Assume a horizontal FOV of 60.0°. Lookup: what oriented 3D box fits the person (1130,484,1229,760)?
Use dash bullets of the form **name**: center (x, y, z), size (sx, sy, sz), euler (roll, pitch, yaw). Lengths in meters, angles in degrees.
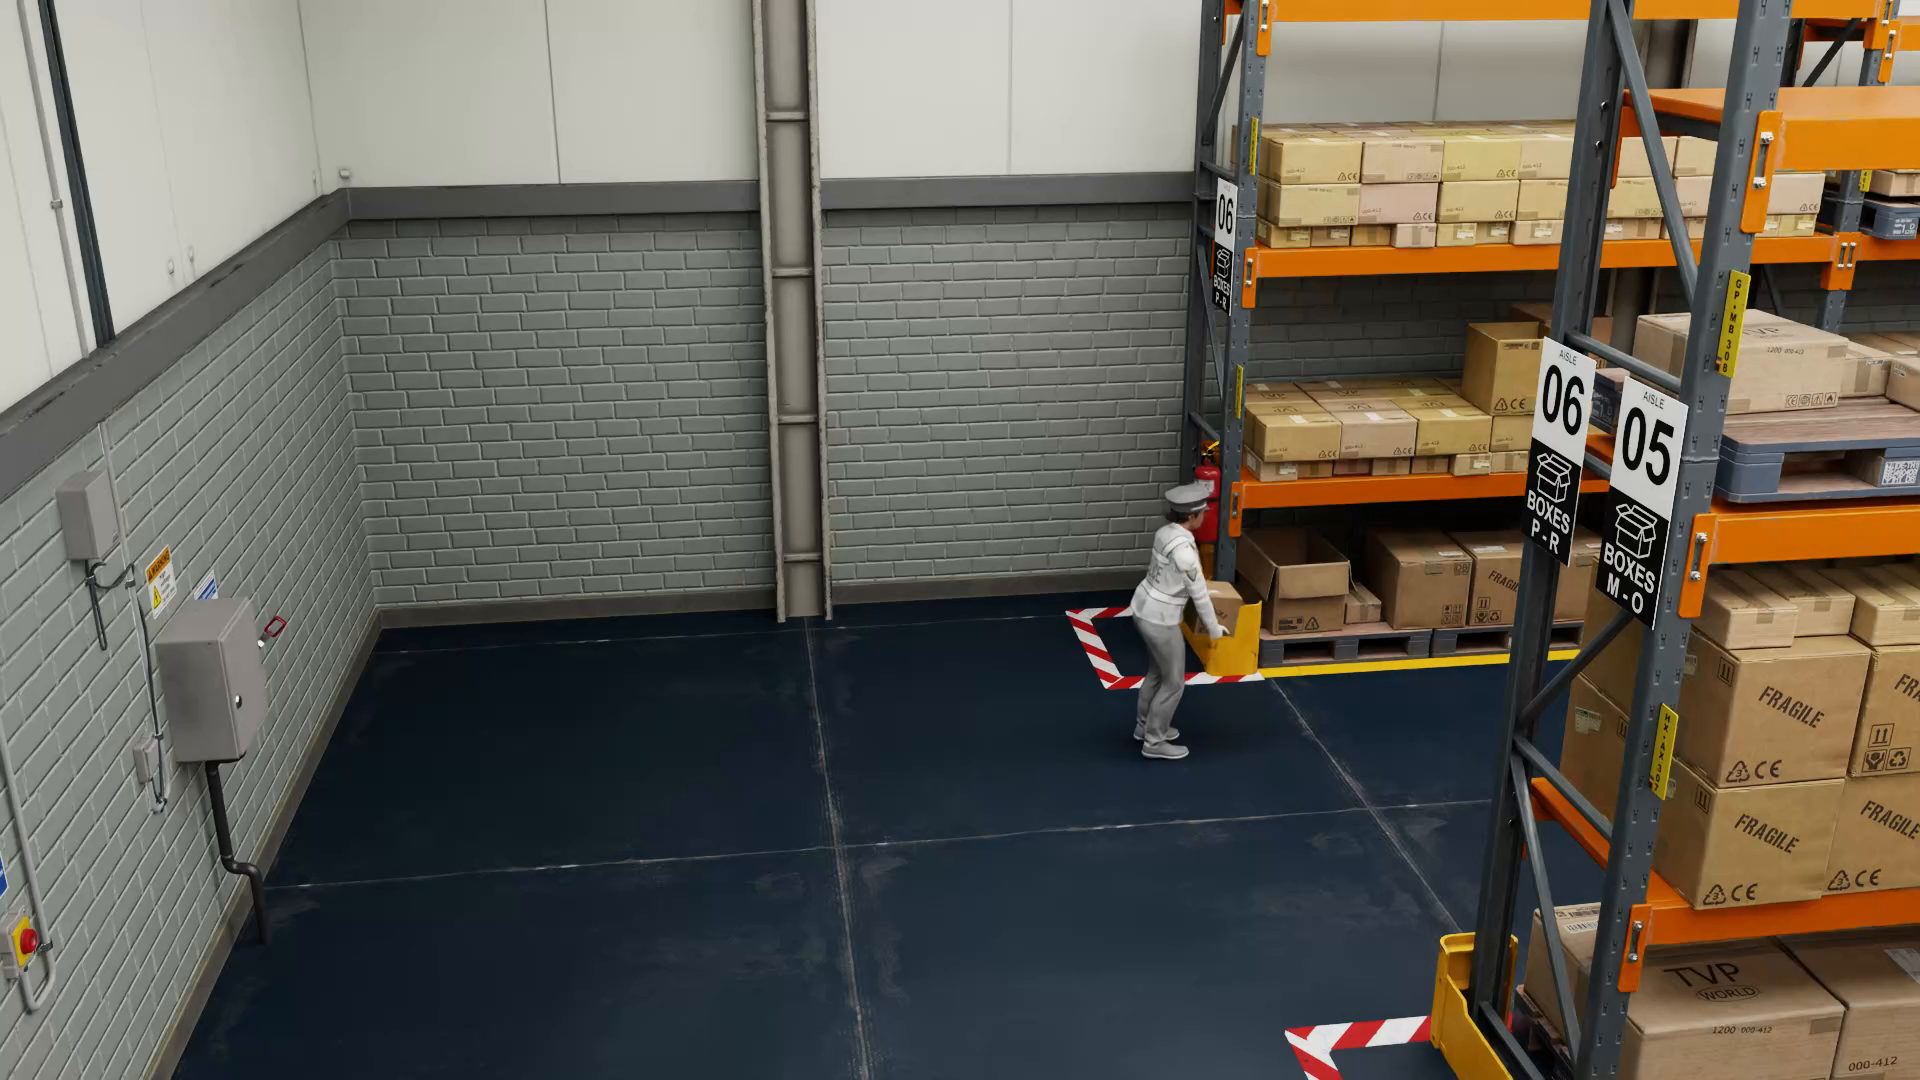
- **person**: center (13.405, -0.269, 5.704), size (23.324, 5.875, 11.419), euler (-3, 20, -9)
